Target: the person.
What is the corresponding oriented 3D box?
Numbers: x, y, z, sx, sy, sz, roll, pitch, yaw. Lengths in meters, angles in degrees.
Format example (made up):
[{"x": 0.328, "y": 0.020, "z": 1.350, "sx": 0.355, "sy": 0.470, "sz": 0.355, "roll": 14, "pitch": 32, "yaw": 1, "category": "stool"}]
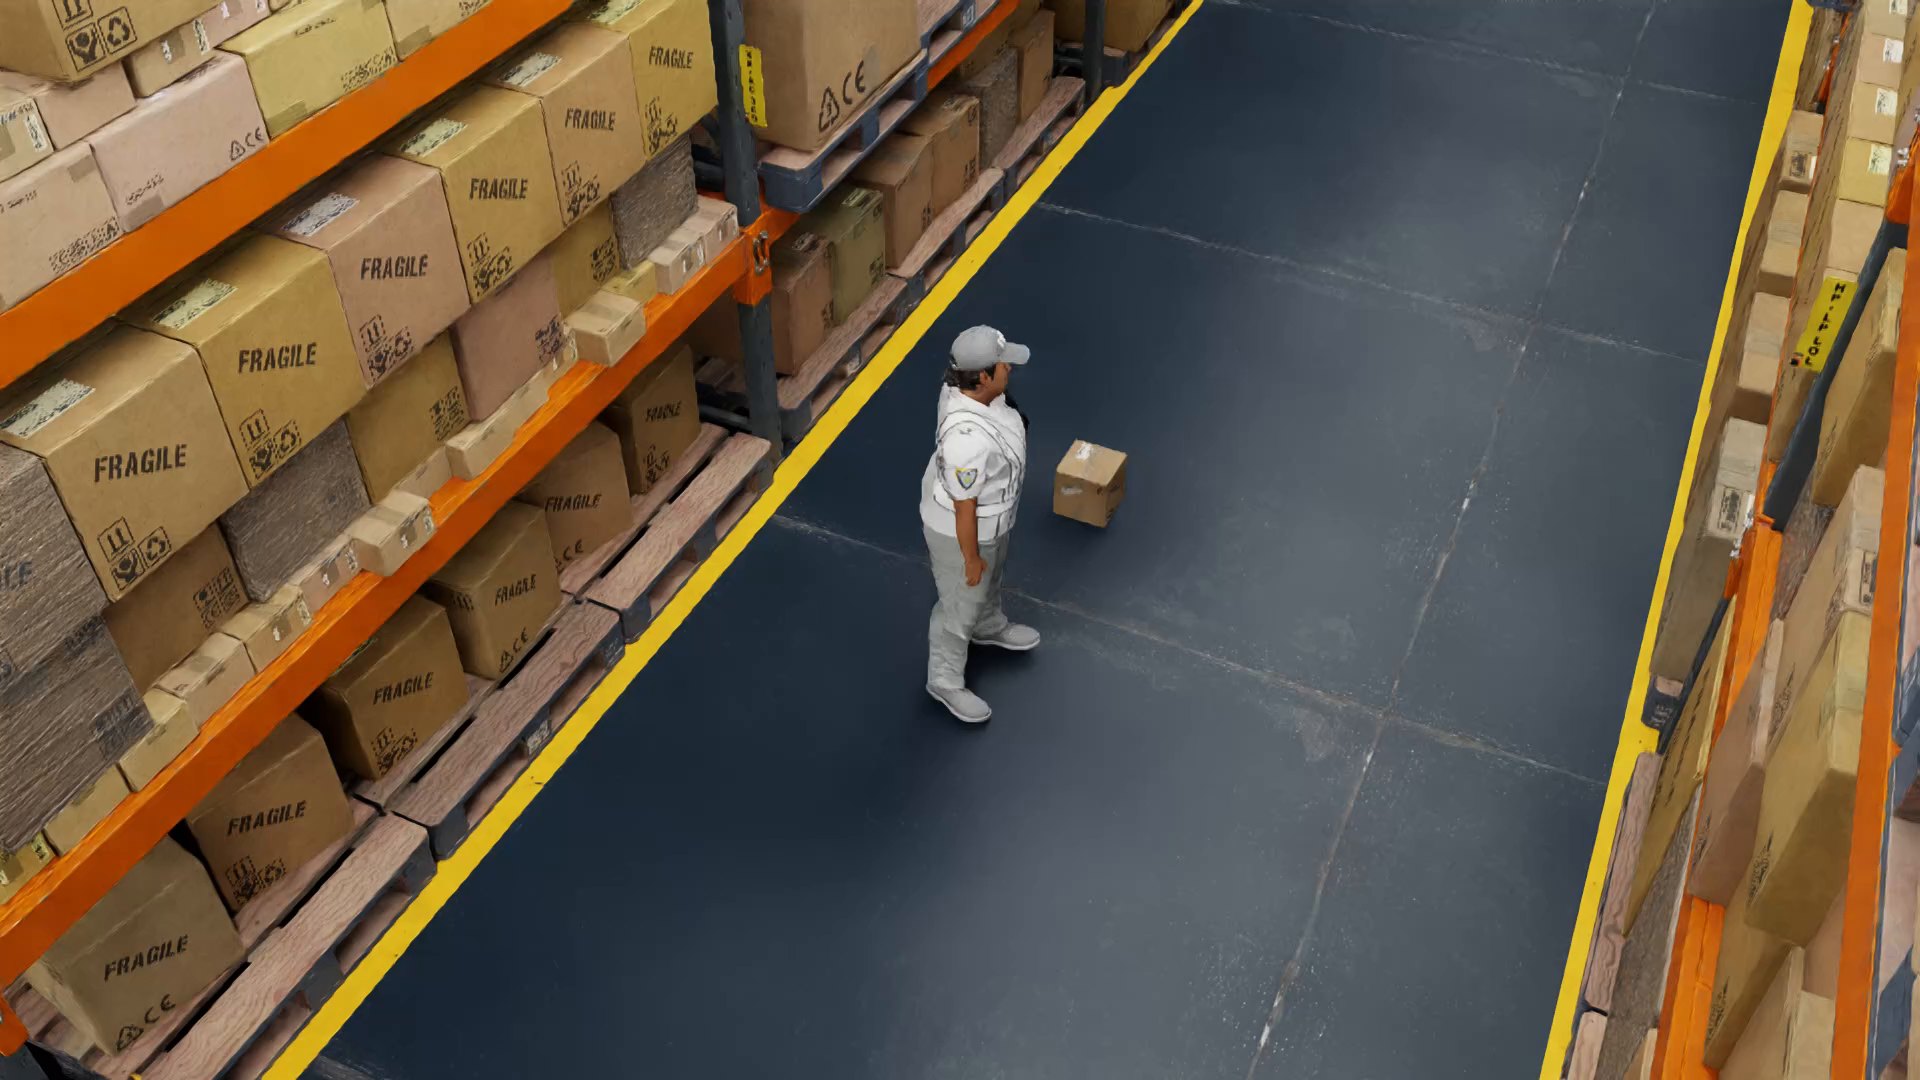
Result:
[{"x": 0.083, "y": -0.080, "z": 6.213, "sx": 0.470, "sy": 1.672, "sz": 0.562, "roll": 4, "pitch": 42, "yaw": 4, "category": "person"}]
